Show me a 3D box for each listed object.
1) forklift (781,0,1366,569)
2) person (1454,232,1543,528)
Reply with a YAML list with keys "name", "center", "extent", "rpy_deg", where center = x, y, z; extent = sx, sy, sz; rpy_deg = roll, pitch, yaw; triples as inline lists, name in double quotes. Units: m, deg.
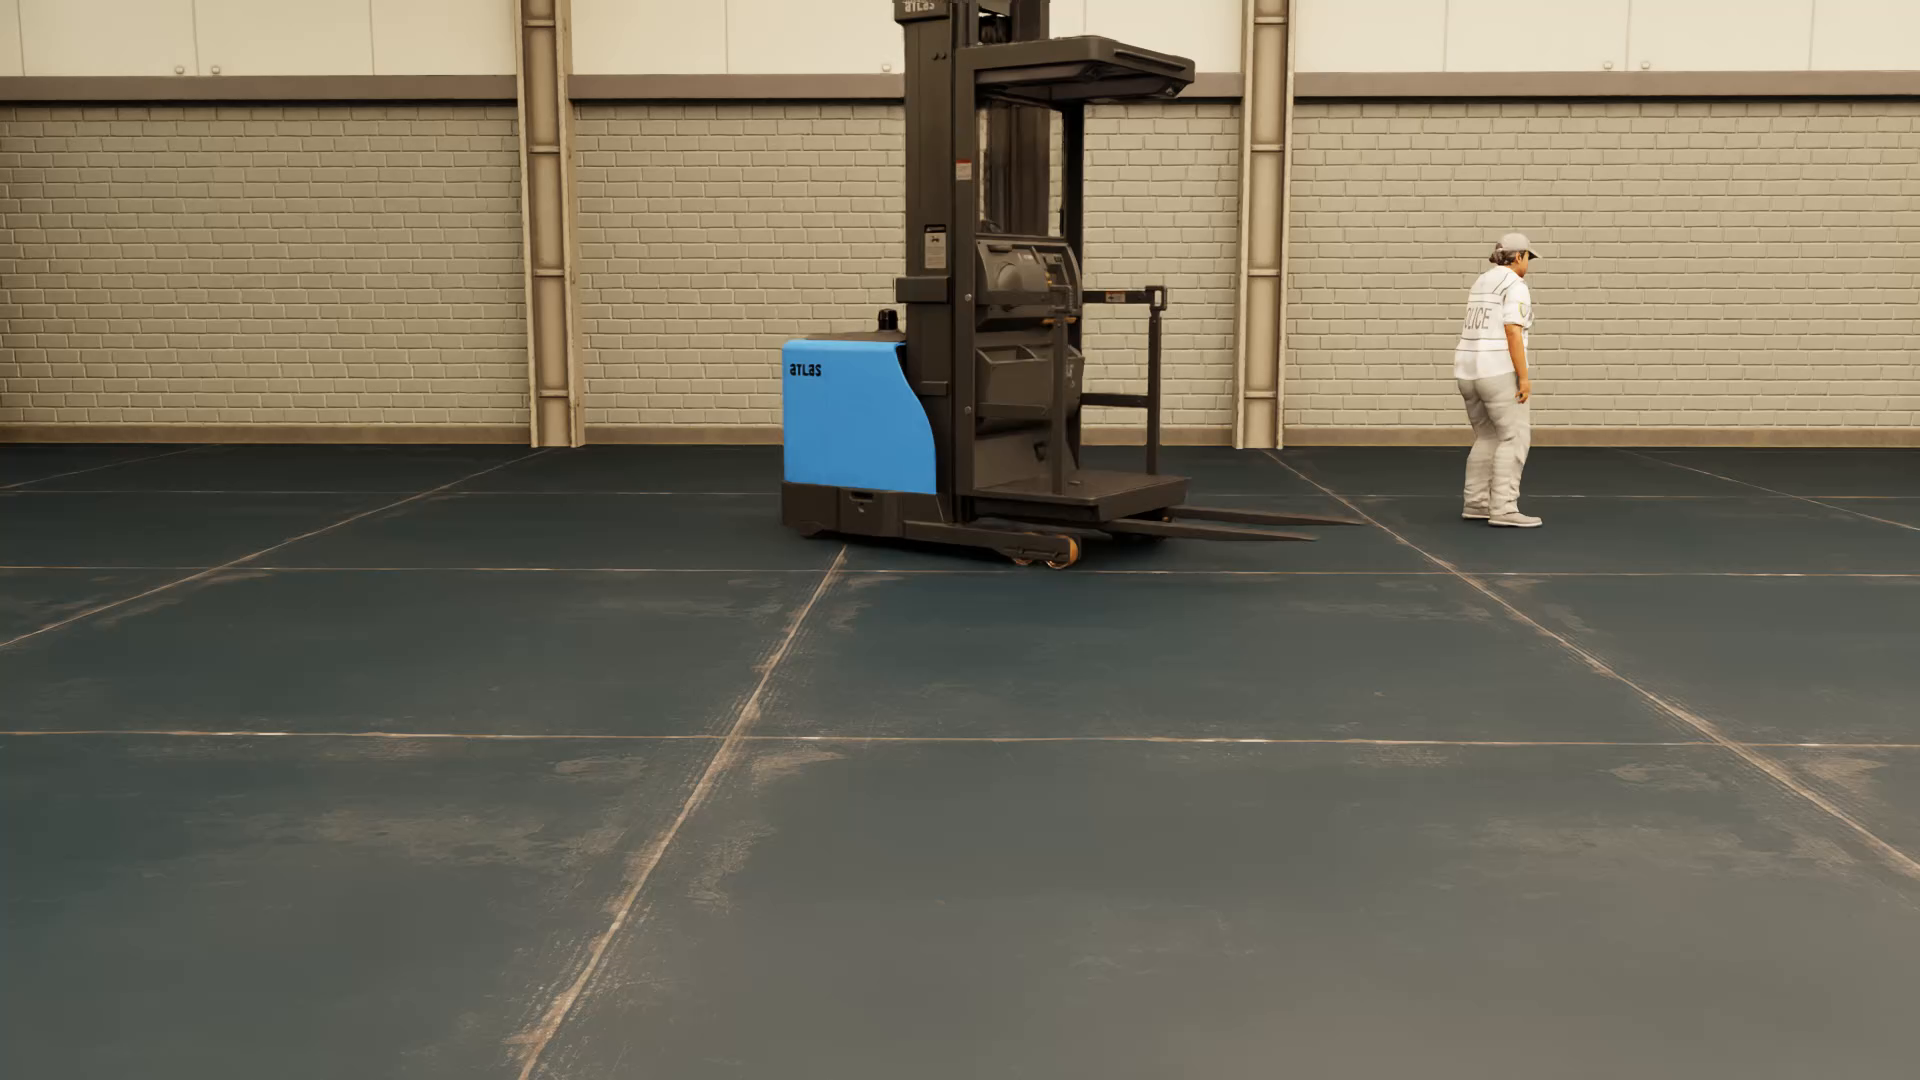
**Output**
- name: "forklift"
  center: [0.532, -1.399, 8.453]
  extent: [3.031, 2.935, 1.130]
  rpy_deg: [6, 10, 33]
- name: "person"
  center: [3.116, -0.927, 9.566]
  extent: [0.469, 1.664, 0.553]
  rpy_deg: [-2, 9, -14]
